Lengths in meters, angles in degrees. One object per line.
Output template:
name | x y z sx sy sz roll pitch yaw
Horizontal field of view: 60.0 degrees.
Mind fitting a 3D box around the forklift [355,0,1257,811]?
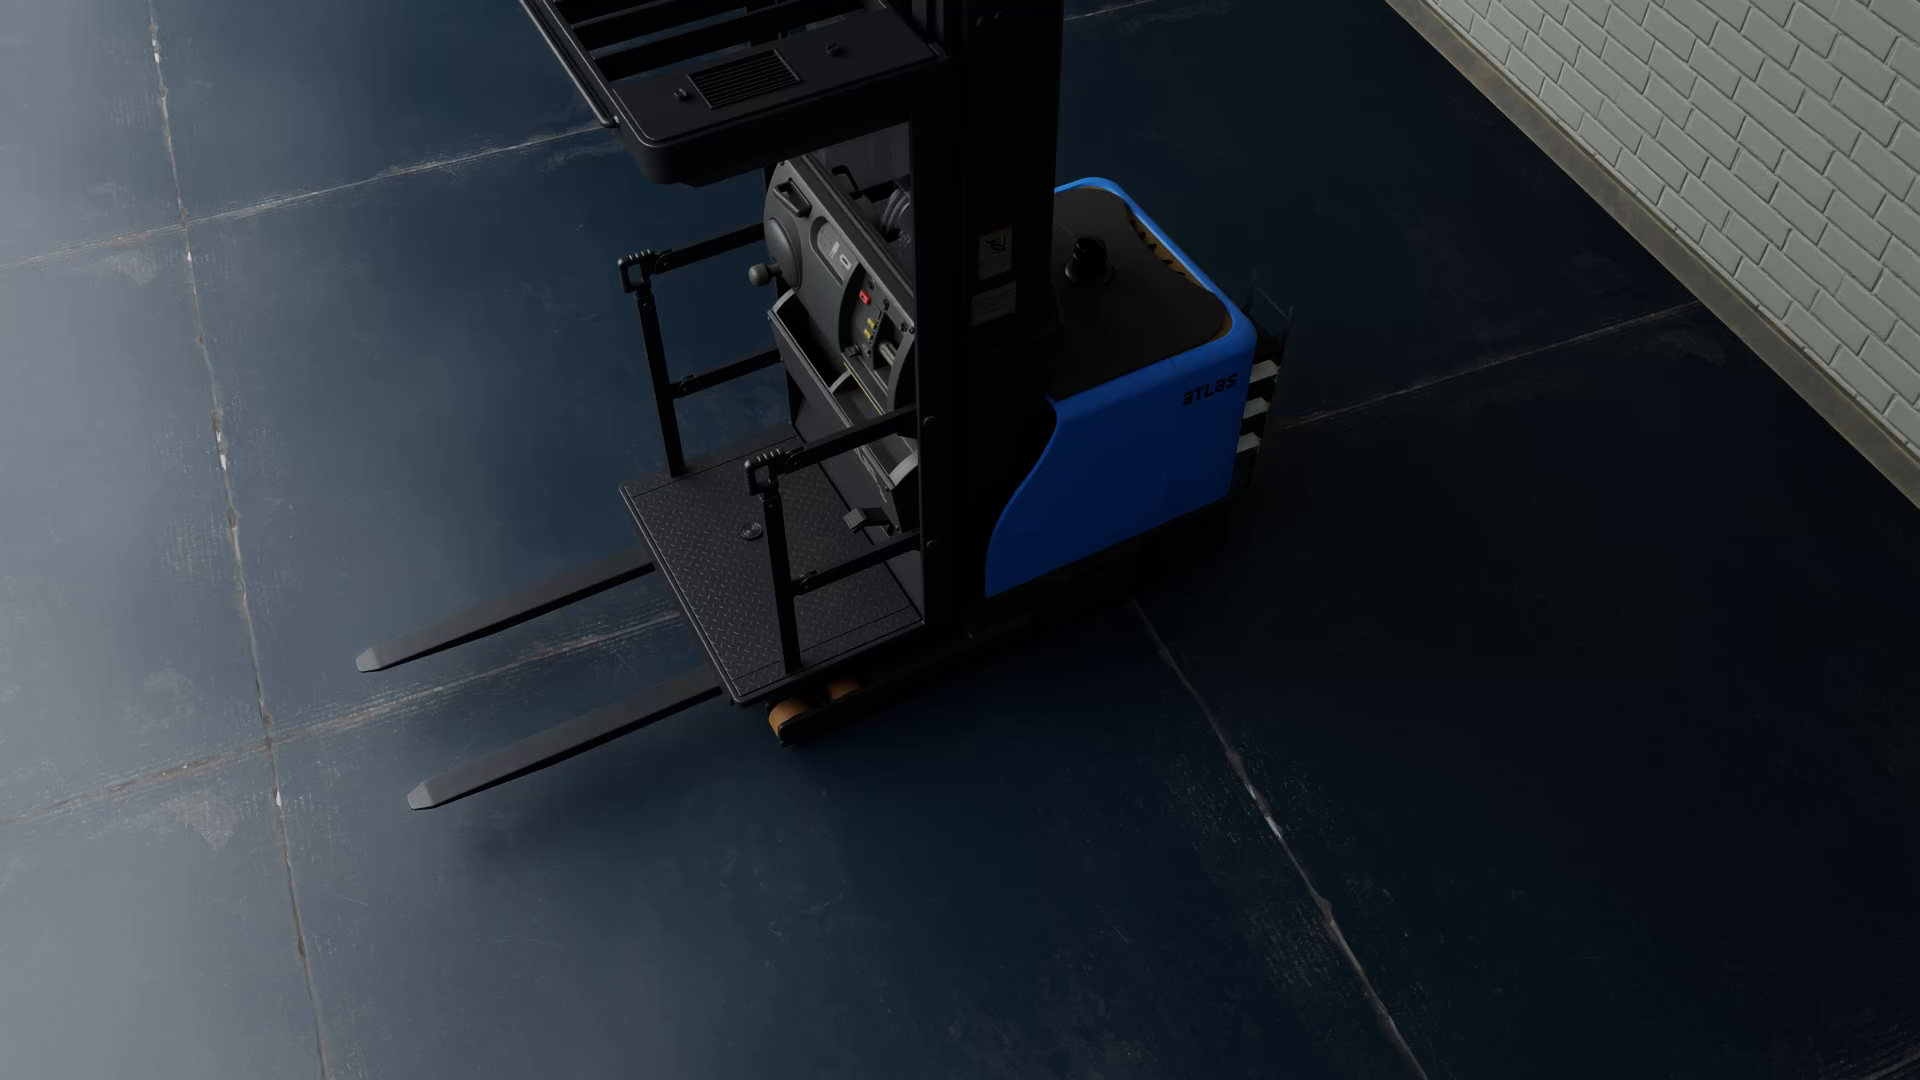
forklift | -0.551 -0.729 4.944 3.031 2.935 1.130 -22 53 -18

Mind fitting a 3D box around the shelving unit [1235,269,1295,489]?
shelving unit | 0.988 -0.546 6.119 0.210 0.900 0.258 -20 52 -21

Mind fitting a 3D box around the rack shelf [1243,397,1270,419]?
rack shelf | 0.987 -0.524 6.144 0.200 0.077 0.258 -20 52 -21

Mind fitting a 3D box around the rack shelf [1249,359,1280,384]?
rack shelf | 0.996 -0.645 6.011 0.200 0.077 0.258 -20 52 -21

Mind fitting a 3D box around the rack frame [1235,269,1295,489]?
rack frame | 1.077 -0.580 6.155 0.006 0.900 0.240 -20 52 -21

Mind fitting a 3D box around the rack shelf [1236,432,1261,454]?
rack shelf | 0.978 -0.403 6.277 0.200 0.077 0.258 -20 52 -21

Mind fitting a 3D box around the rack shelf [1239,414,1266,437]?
rack shelf | 0.982 -0.464 6.210 0.200 0.077 0.258 -20 52 -21

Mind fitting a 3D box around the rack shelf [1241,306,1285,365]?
rack shelf | 1.000 -0.705 5.944 0.200 0.077 0.258 -20 52 -21

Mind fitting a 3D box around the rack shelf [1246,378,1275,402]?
rack shelf | 0.991 -0.585 6.077 0.200 0.077 0.258 -20 52 -21
